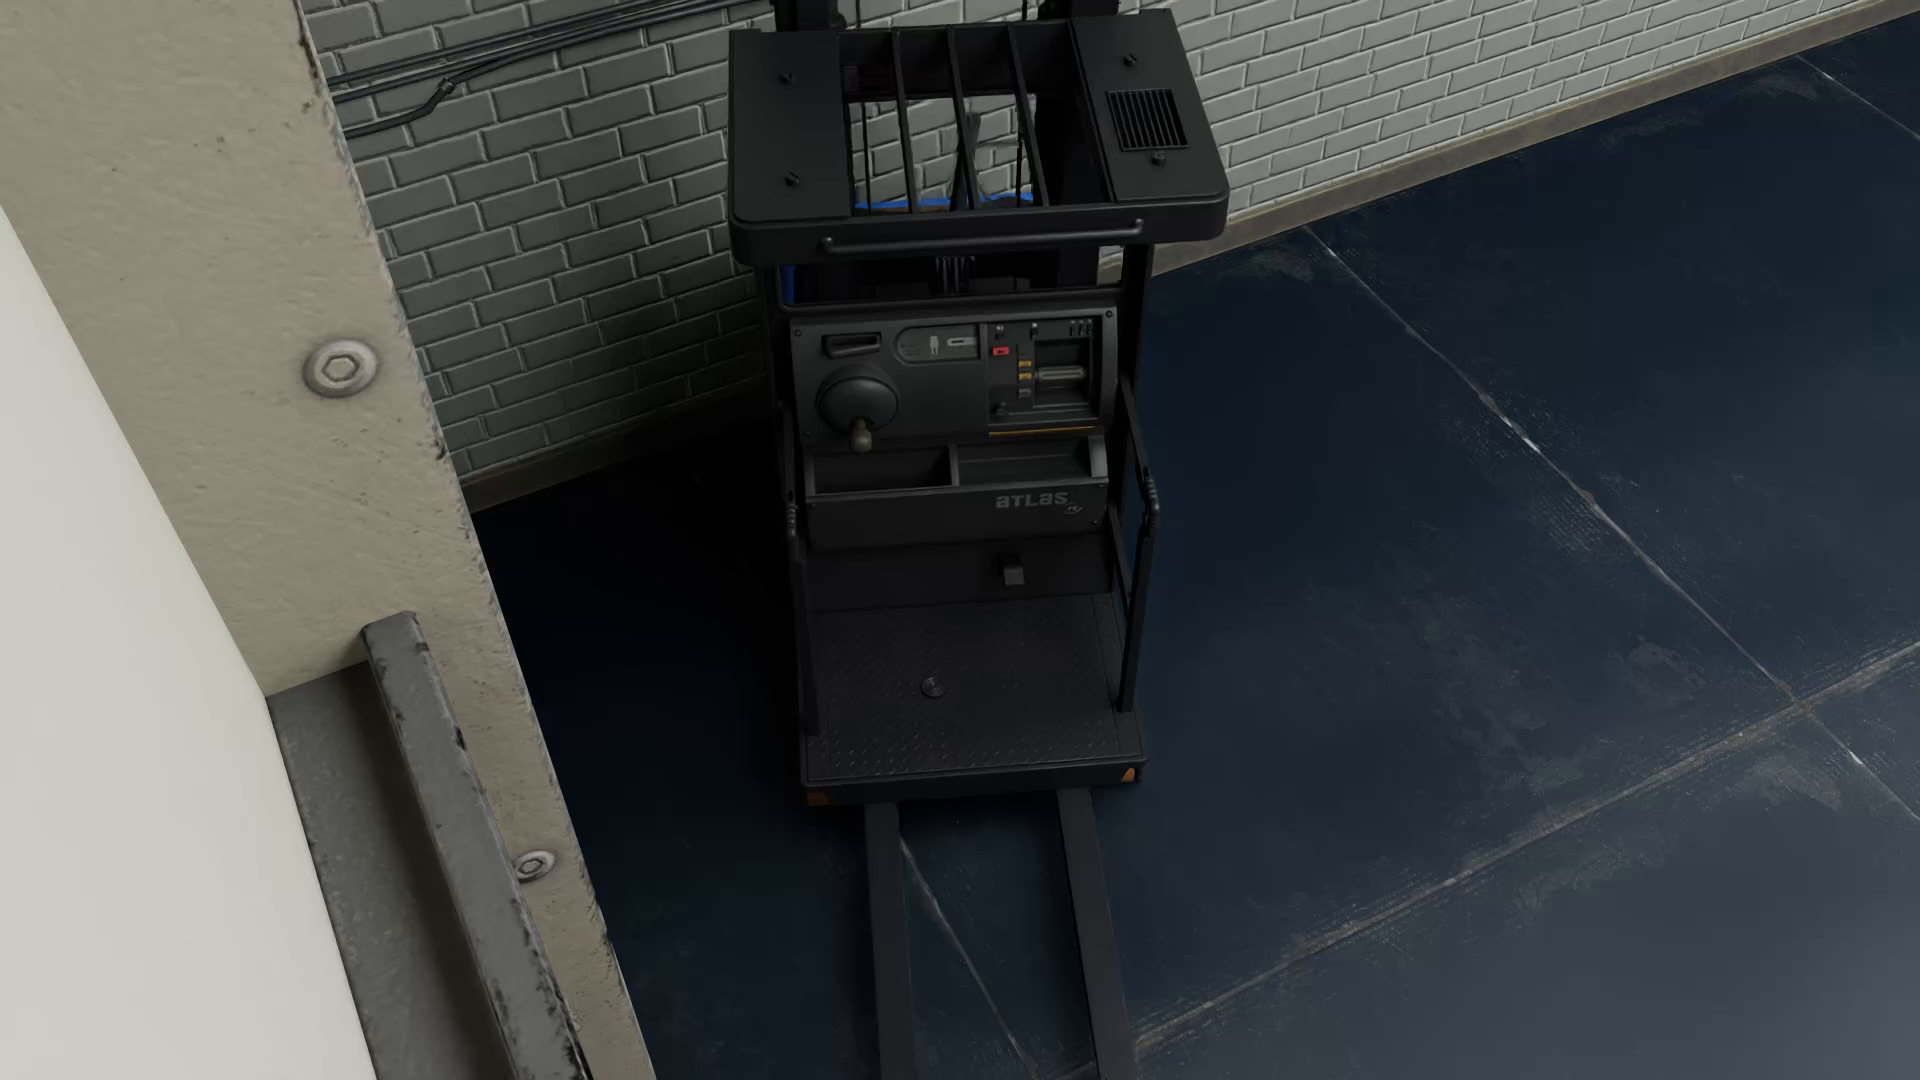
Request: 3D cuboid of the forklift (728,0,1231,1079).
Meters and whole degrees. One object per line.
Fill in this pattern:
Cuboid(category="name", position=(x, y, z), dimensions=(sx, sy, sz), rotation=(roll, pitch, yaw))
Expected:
Cuboid(category="forklift", position=(0.009, -0.365, 4.619), dimensions=(1.130, 2.935, 3.031), rotation=(-4, 49, -3))

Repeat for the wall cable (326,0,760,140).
Cuboid(category="wall cable", position=(-1.083, -2.330, 4.370), dimensions=(3.097, 2.526, 0.112), rotation=(-21, 52, -18))

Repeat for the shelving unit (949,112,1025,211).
Cuboid(category="shelving unit", position=(-0.045, -1.135, 6.132), dimensions=(0.587, 1.500, 1.083), rotation=(-8, 43, -21))

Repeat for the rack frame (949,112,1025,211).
Cuboid(category="rack frame", position=(0.138, -0.800, 5.782), dimensions=(0.500, 1.500, 0.032), rotation=(-8, 43, -21))
